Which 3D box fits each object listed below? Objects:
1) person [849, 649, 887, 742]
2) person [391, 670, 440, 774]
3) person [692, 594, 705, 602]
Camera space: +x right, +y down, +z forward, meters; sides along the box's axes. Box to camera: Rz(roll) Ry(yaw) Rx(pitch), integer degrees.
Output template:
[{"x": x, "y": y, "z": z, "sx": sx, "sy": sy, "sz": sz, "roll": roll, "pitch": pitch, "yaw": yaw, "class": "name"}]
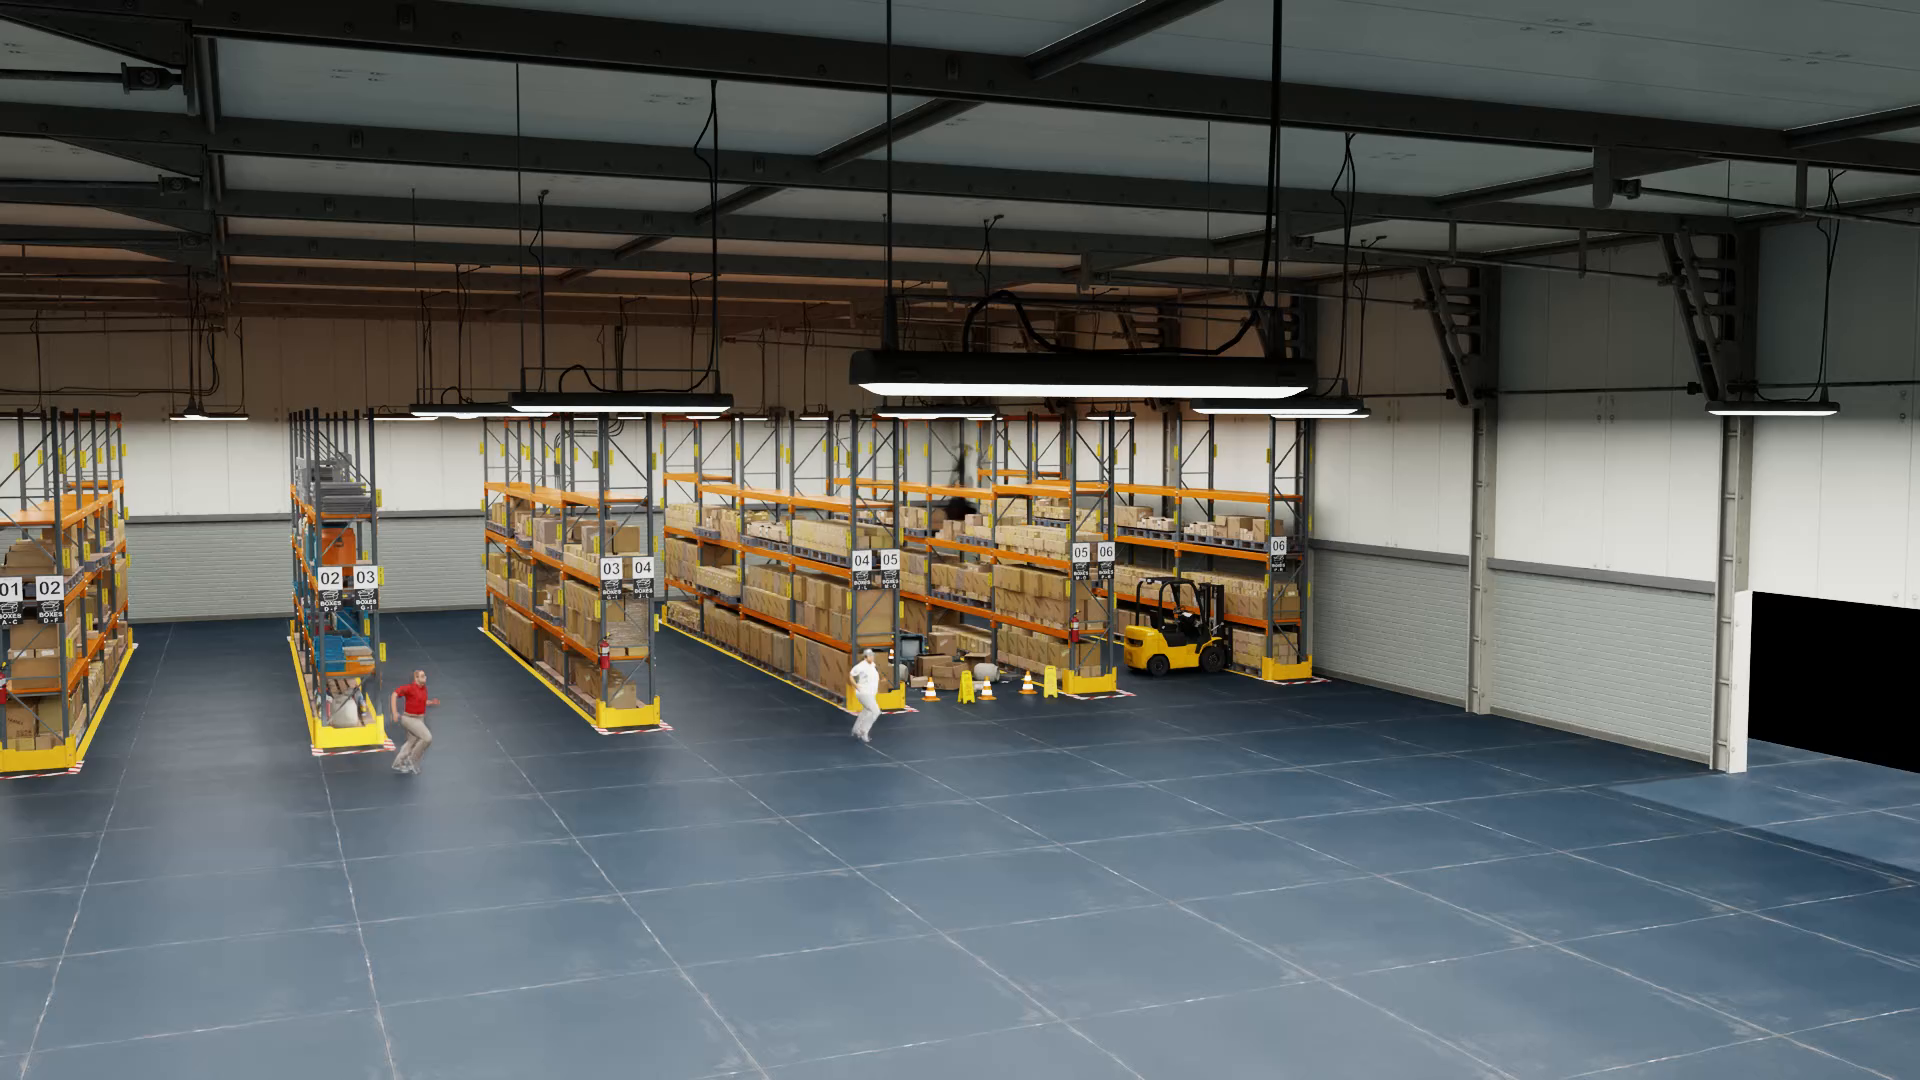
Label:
[{"x": -1.660, "y": 2.808, "z": 30.055, "sx": 0.680, "sy": 1.692, "sz": 0.576, "roll": 2, "pitch": 4, "yaw": 22, "class": "person"}, {"x": -8.879, "y": 2.966, "z": 27.119, "sx": 0.794, "sy": 1.705, "sz": 0.696, "roll": 0, "pitch": 4, "yaw": 7, "class": "person"}, {"x": -7.739, "y": 1.408, "z": 49.226, "sx": 0.715, "sy": 1.733, "sz": 0.689, "roll": -2, "pitch": 5, "yaw": -32, "class": "person"}]
